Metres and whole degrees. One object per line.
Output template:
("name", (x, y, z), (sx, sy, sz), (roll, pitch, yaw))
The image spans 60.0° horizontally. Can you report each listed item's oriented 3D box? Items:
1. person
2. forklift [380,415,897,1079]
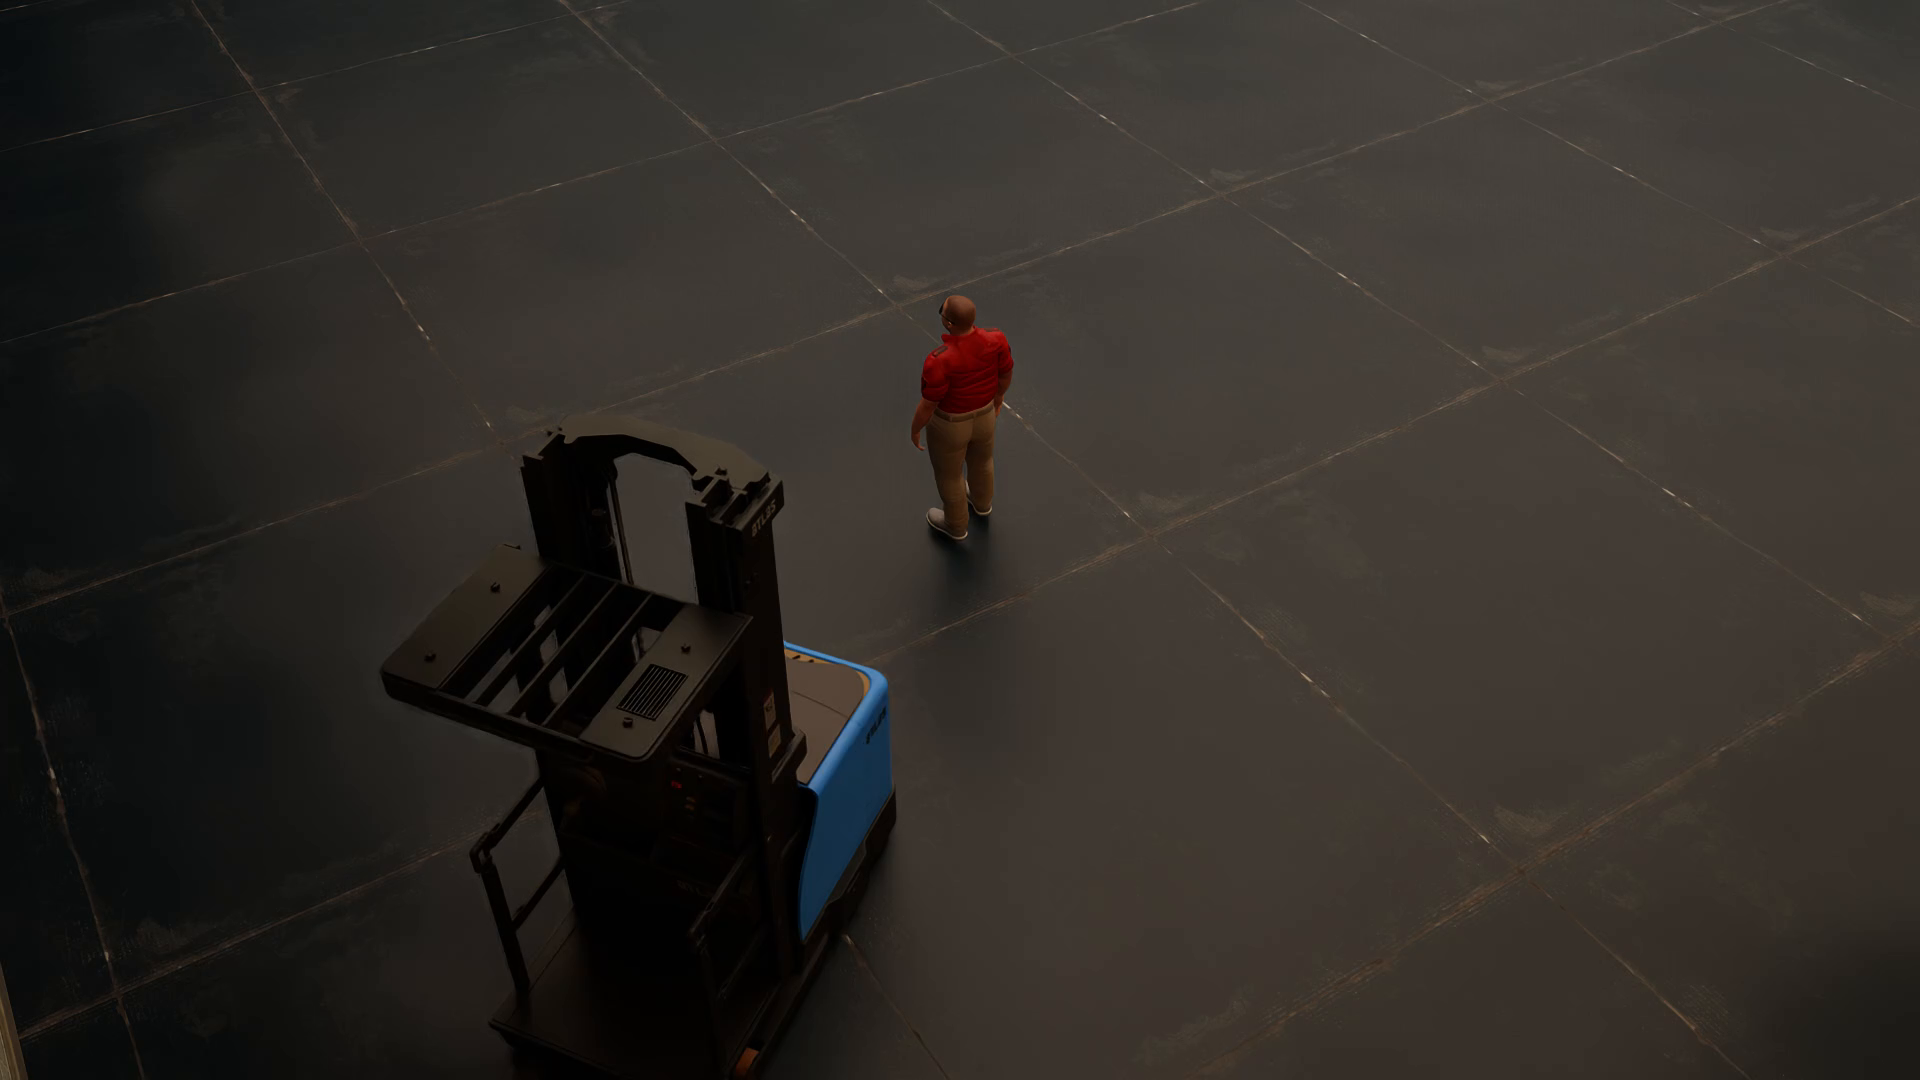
("person", (-0.039, -0.741, 9.559), (0.641, 1.727, 0.550), (-23, 46, -24))
("forklift", (-1.362, 1.095, 6.618), (1.130, 2.935, 3.031), (16, 44, 17))
